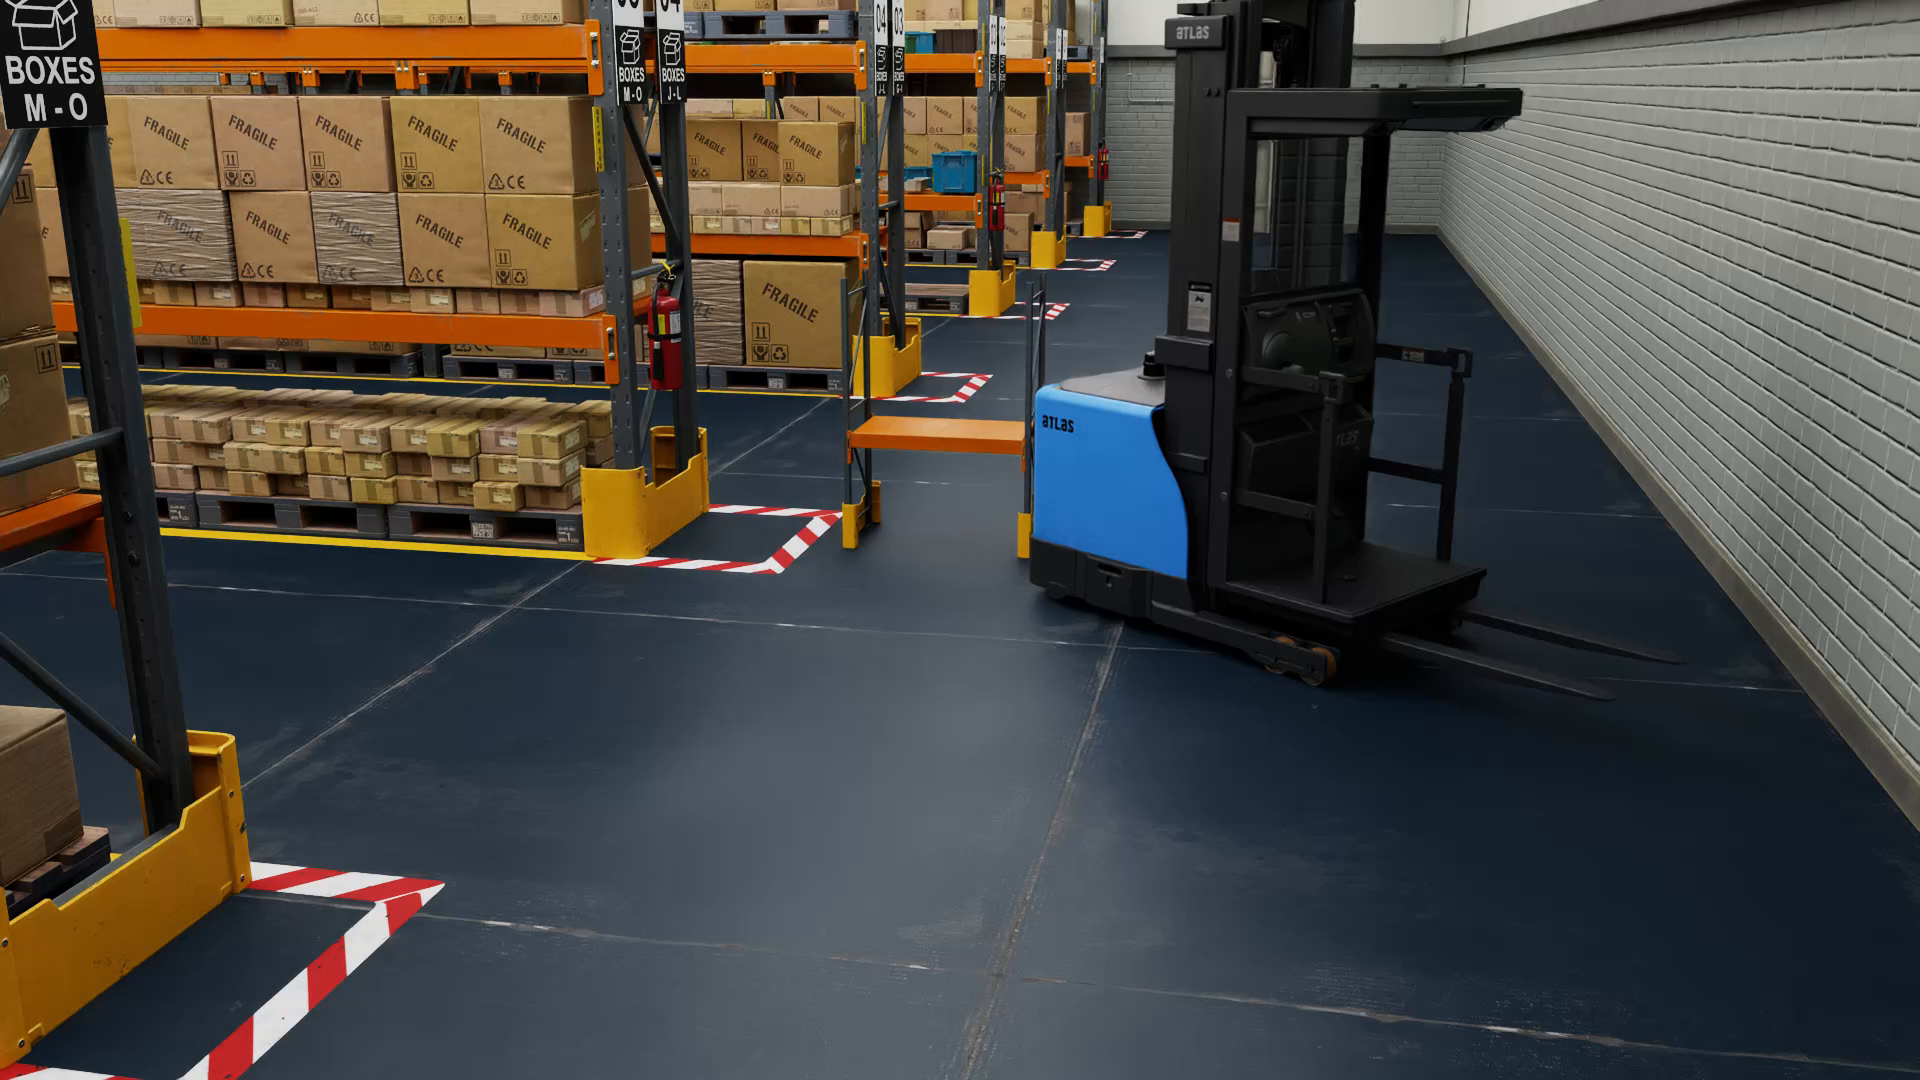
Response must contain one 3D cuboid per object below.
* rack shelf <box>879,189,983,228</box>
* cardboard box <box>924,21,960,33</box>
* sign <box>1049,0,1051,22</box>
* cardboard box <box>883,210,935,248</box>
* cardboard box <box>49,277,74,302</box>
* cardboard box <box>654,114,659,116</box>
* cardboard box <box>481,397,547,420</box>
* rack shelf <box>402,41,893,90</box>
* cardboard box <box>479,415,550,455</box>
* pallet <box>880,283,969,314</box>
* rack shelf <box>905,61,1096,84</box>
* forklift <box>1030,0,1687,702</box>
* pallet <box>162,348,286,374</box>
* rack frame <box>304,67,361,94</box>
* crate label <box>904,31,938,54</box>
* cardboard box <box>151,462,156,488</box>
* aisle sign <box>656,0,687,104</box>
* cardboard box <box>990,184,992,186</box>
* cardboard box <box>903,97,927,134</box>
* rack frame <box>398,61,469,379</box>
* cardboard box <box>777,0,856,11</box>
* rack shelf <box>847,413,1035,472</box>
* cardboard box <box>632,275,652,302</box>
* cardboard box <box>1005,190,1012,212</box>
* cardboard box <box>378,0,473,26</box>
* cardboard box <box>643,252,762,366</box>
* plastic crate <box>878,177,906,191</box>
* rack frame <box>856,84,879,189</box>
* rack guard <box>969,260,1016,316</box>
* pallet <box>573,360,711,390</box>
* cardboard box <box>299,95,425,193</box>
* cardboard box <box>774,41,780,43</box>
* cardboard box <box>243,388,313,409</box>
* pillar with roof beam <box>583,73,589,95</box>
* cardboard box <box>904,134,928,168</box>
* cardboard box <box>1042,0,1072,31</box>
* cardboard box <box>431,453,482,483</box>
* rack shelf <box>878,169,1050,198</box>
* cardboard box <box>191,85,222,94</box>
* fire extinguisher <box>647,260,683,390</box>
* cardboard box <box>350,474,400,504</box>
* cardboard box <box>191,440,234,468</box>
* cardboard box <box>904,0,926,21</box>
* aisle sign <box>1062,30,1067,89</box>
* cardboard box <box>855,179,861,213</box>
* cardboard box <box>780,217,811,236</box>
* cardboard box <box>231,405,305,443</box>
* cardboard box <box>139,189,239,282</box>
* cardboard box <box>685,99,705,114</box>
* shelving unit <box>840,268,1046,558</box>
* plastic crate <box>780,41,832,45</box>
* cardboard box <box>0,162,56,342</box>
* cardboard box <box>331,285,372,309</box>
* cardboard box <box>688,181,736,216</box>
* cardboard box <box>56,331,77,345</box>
[{"bbox_3d":[-1.613,-3.841,19.088,4.000,0.370,1.077,3,16,11],"label":"rack shelf"},{"bbox_3d":[-0.196,-7.006,22.891,0.500,0.250,0.500,3,16,11],"label":"cardboard box"},{"bbox_3d":[1.207,-7.105,22.246,0.005,0.325,0.100,3,16,11],"label":"sign"},{"bbox_3d":[-0.740,-4.500,23.971,0.637,0.503,0.797,3,16,11],"label":"cardboard box"},{"bbox_3d":[-5.167,-1.490,9.724,0.250,0.149,0.380,4,16,13],"label":"cardboard box"},{"bbox_3d":[-5.093,-7.207,29.109,0.500,0.500,0.500,4,16,13],"label":"cardboard box"},{"bbox_3d":[-2.689,-0.756,10.041,0.250,0.149,0.380,3,16,11],"label":"cardboard box"},{"bbox_3d":[-2.600,-3.991,14.010,4.000,0.370,1.077,3,16,11],"label":"rack shelf"},{"bbox_3d":[-2.532,-0.599,9.475,0.250,0.149,0.380,3,16,12],"label":"cardboard box"},{"bbox_3d":[-0.453,-2.792,19.175,1.213,0.211,1.003,3,16,11],"label":"pallet"},{"bbox_3d":[0.361,-7.878,28.043,4.000,0.370,1.077,3,16,11],"label":"rack shelf"},{"bbox_3d":[1.726,-0.935,7.376,1.130,2.935,3.031,-14,21,-41],"label":"forklift"},{"bbox_3d":[-6.530,-1.740,15.380,1.213,0.211,1.003,3,16,11],"label":"pallet"},{"bbox_3d":[-7.493,-4.507,20.144,0.127,3.000,1.000,3,16,11],"label":"rack frame"},{"bbox_3d":[-0.493,-5.589,18.709,0.502,0.251,0.408,3,16,11],"label":"crate label"},{"bbox_3d":[-4.840,-0.418,9.935,0.250,0.149,0.380,3,16,11],"label":"cardboard box"},{"bbox_3d":[-1.596,-2.821,9.187,0.004,0.787,0.394,3,16,11],"label":"aisle sign"},{"bbox_3d":[0.535,-6.107,28.601,0.250,0.149,0.380,3,16,12],"label":"cardboard box"},{"bbox_3d":[-0.661,-5.939,23.254,0.500,0.500,0.500,4,16,13],"label":"cardboard box"},{"bbox_3d":[-4.560,-2.999,14.698,0.127,3.000,1.000,3,16,11],"label":"rack frame"},{"bbox_3d":[-1.160,-4.544,13.496,0.500,0.500,0.700,2,16,8],"label":"cardboard box"},{"bbox_3d":[-0.084,-0.554,9.356,1.000,0.185,0.538,3,16,11],"label":"rack shelf"},{"bbox_3d":[-1.980,-1.476,9.671,0.250,0.149,0.380,3,16,11],"label":"cardboard box"},{"bbox_3d":[0.632,-5.735,28.473,0.500,0.500,0.700,3,16,9],"label":"cardboard box"},{"bbox_3d":[-2.727,-2.847,8.813,0.500,0.250,0.500,3,16,11],"label":"cardboard box"},{"bbox_3d":[-2.175,-2.026,14.380,0.875,0.875,0.875,3,16,11],"label":"cardboard box"},{"bbox_3d":[-0.769,-3.999,18.690,0.243,0.136,0.396,3,16,11],"label":"plastic crate"},{"bbox_3d":[-1.599,-6.886,28.732,0.127,3.000,1.000,3,16,11],"label":"rack frame"},{"bbox_3d":[0.373,-2.879,18.949,0.348,0.500,1.175,3,16,11],"label":"rack guard"},{"bbox_3d":[-2.631,-1.529,14.618,1.213,0.211,1.003,3,16,11],"label":"pallet"},{"bbox_3d":[-3.233,-2.179,9.120,0.500,0.500,0.500,4,16,14],"label":"cardboard box"},{"bbox_3d":[-2.997,-8.680,28.578,0.500,0.500,0.700,3,16,10],"label":"cardboard box"},{"bbox_3d":[-4.221,-0.832,10.315,0.250,0.149,0.380,2,16,8],"label":"cardboard box"},{"bbox_3d":[-7.478,-9.159,25.700,0.400,9.000,9.100,3,16,11],"label":"pillar with roof beam"},{"bbox_3d":[-0.646,-5.459,23.394,0.500,0.500,0.500,3,16,10],"label":"cardboard box"},{"bbox_3d":[1.550,-8.626,27.296,0.500,0.500,0.500,3,16,11],"label":"cardboard box"},{"bbox_3d":[-2.811,-0.446,9.480,0.250,0.149,0.380,2,16,9],"label":"cardboard box"},{"bbox_3d":[-0.622,-5.137,23.765,4.000,0.370,1.077,3,16,11],"label":"rack shelf"},{"bbox_3d":[-11.353,-6.737,25.578,0.500,0.500,0.700,3,16,11],"label":"cardboard box"},{"bbox_3d":[-1.573,-1.143,8.841,0.183,0.674,0.296,3,16,11],"label":"fire extinguisher"},{"bbox_3d":[-3.306,-0.326,9.605,0.250,0.149,0.380,2,16,9],"label":"cardboard box"},{"bbox_3d":[-4.315,-0.546,9.840,0.250,0.149,0.380,4,16,14],"label":"cardboard box"},{"bbox_3d":[-0.625,-7.474,23.176,0.500,0.500,0.700,3,16,11],"label":"cardboard box"},{"bbox_3d":[1.463,-6.703,23.202,0.004,0.787,0.394,3,16,11],"label":"aisle sign"},{"bbox_3d":[-1.057,-2.953,14.257,0.500,0.250,0.500,3,16,10],"label":"cardboard box"},{"bbox_3d":[-1.310,-2.611,13.769,0.250,0.149,0.380,3,16,12],"label":"cardboard box"},{"bbox_3d":[-4.058,-0.683,9.777,0.250,0.149,0.380,2,16,9],"label":"cardboard box"},{"bbox_3d":[-4.239,-1.745,9.428,0.500,0.500,0.500,3,16,10],"label":"cardboard box"},{"bbox_3d":[-4.598,-7.541,28.911,0.500,0.250,0.500,3,16,10],"label":"cardboard box"},{"bbox_3d":[-0.075,-0.727,9.306,1.083,1.500,0.587,3,16,11],"label":"shelving unit"},{"bbox_3d":[-1.727,-5.445,18.405,0.530,0.136,0.437,3,16,11],"label":"plastic crate"},{"bbox_3d":[-3.028,-0.823,4.785,0.500,0.500,0.500,3,16,10],"label":"cardboard box"},{"bbox_3d":[-3.348,-1.408,9.425,0.250,0.149,0.380,2,16,9],"label":"cardboard box"},{"bbox_3d":[-2.164,-2.867,13.948,0.500,0.250,0.500,3,16,9],"label":"cardboard box"},{"bbox_3d":[-7.807,-2.348,15.542,0.875,0.875,1.225,2,16,8],"label":"cardboard box"}]
